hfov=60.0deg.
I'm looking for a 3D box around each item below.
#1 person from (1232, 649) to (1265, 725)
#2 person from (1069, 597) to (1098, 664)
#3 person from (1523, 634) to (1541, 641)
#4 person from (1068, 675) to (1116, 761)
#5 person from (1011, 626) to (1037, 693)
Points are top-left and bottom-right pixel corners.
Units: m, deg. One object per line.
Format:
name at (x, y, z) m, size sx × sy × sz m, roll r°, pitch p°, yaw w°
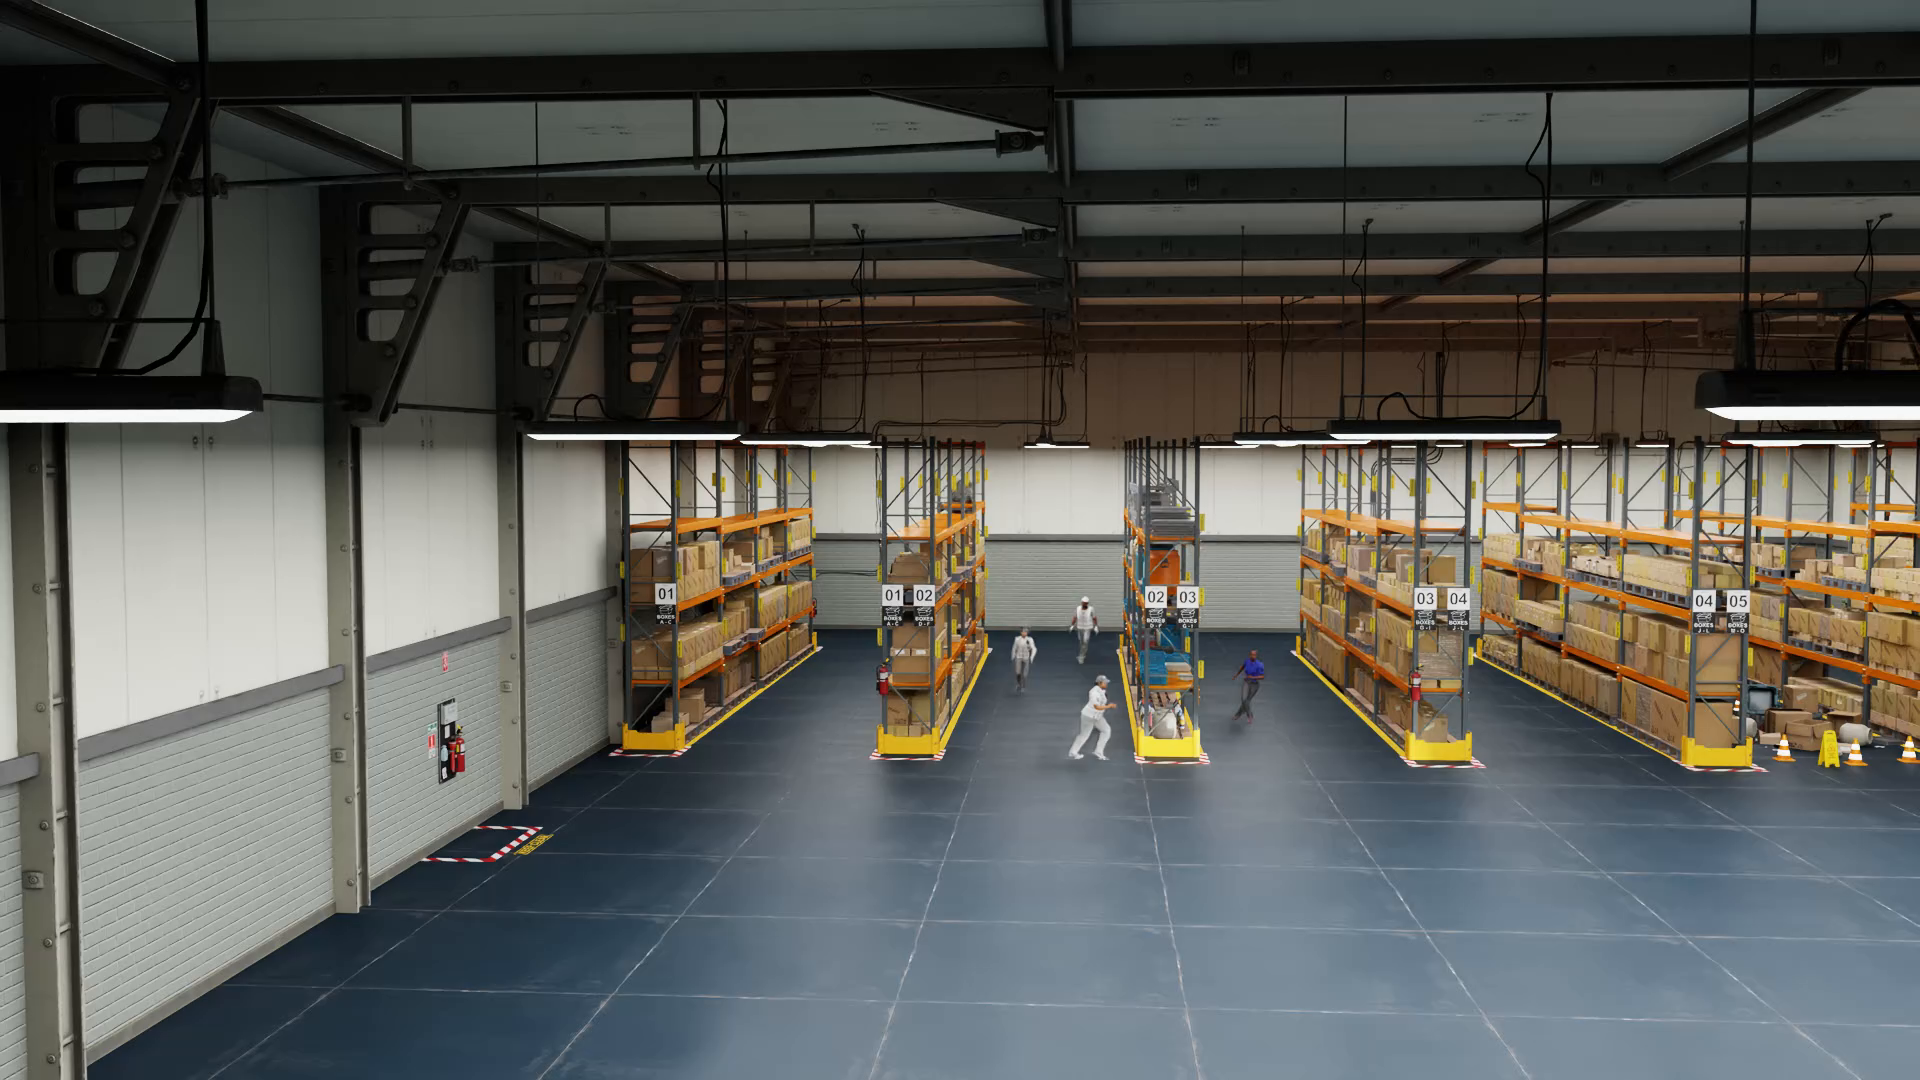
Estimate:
person at (6.045, 3.056, 34.868) m, size 0.725 × 1.575 × 0.672 m, roll 1°, pitch 3°, yaw 18°
person at (3.351, 2.413, 44.920) m, size 0.744 × 1.781 × 0.799 m, roll 1°, pitch 3°, yaw 24°
person at (16.169, 2.425, 46.849) m, size 0.582 × 1.627 × 0.705 m, roll -3°, pitch 4°, yaw -43°
person at (2.465, 3.288, 30.685) m, size 0.934 × 1.623 × 0.602 m, roll 1°, pitch 3°, yaw 26°
person at (1.506, 2.812, 39.050) m, size 0.594 × 1.612 × 0.740 m, roll 0°, pitch 3°, yaw 2°
